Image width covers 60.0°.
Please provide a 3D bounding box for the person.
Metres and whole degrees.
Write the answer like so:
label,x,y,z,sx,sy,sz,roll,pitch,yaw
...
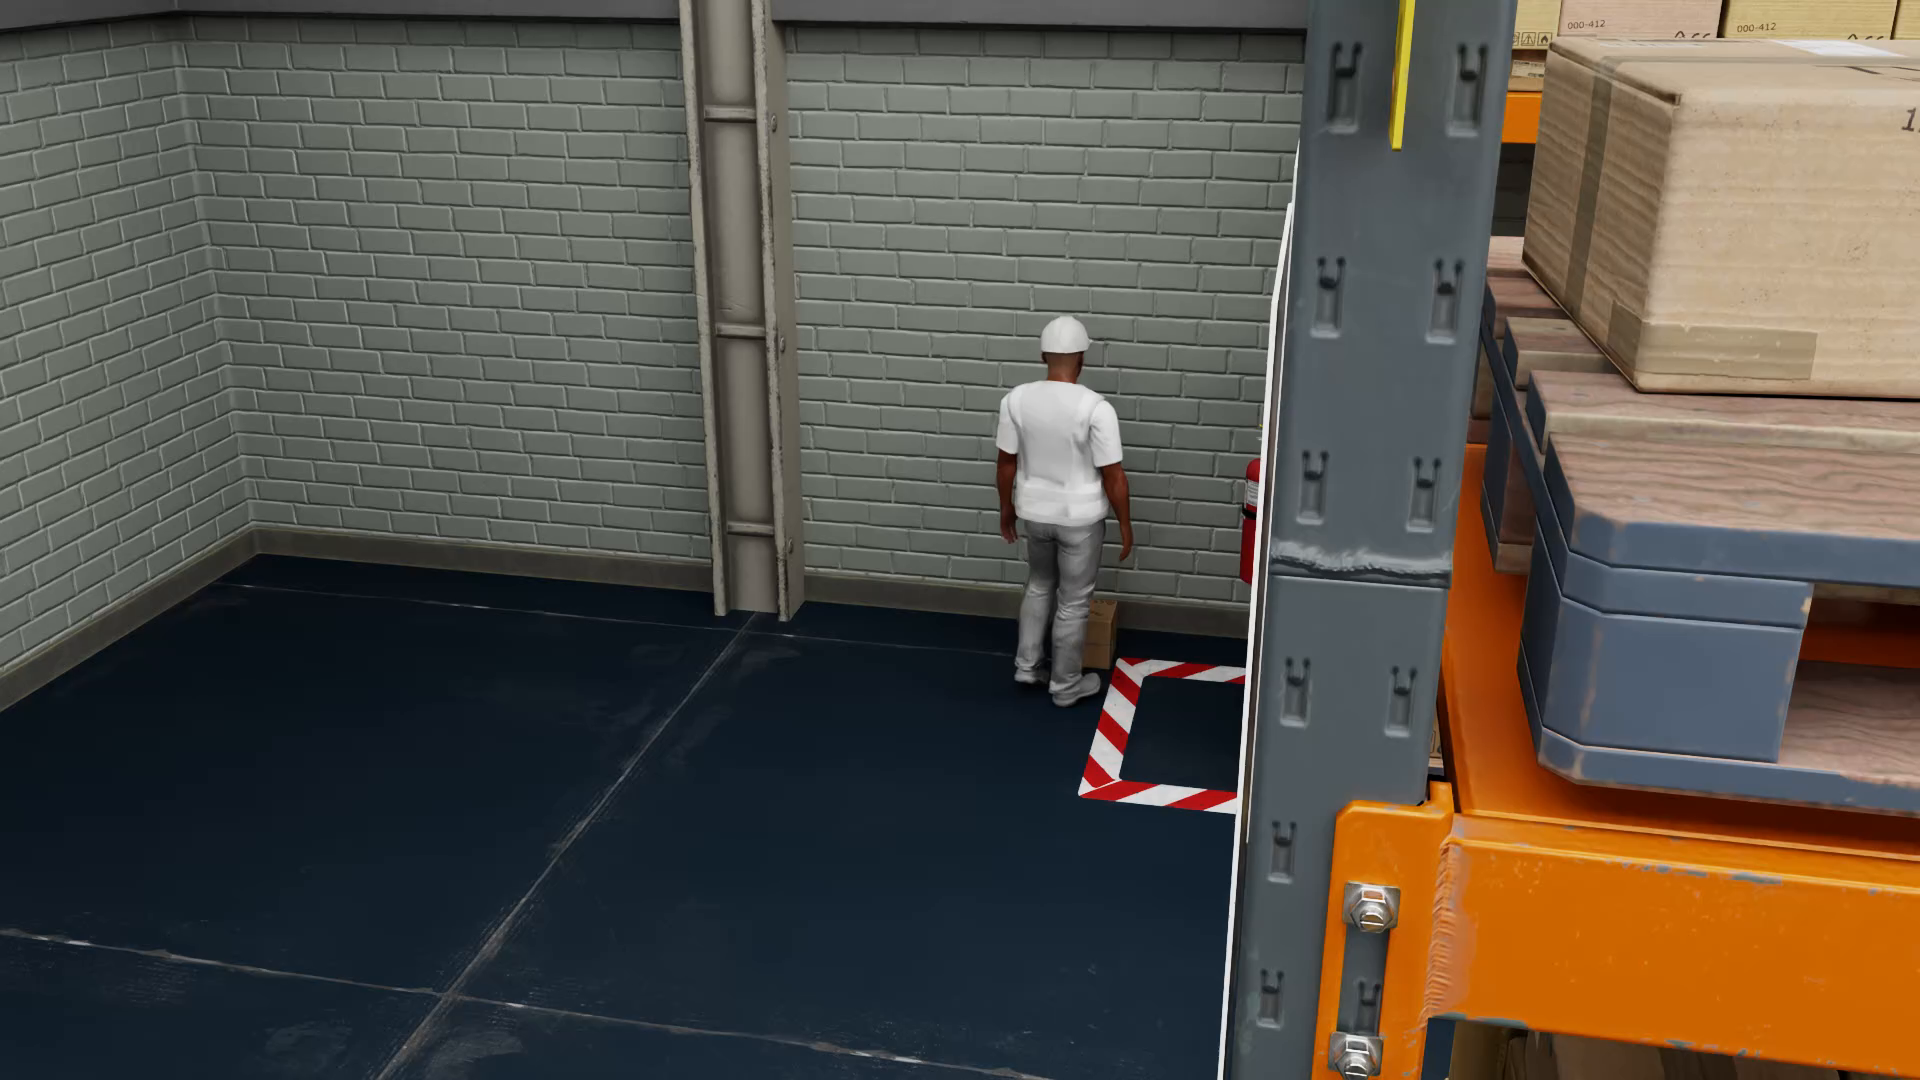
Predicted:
label,x,y,z,sx,sy,sz,roll,pitch,yaw
person,0.481,-0.132,7.323,0.618,1.668,0.346,12,25,29
